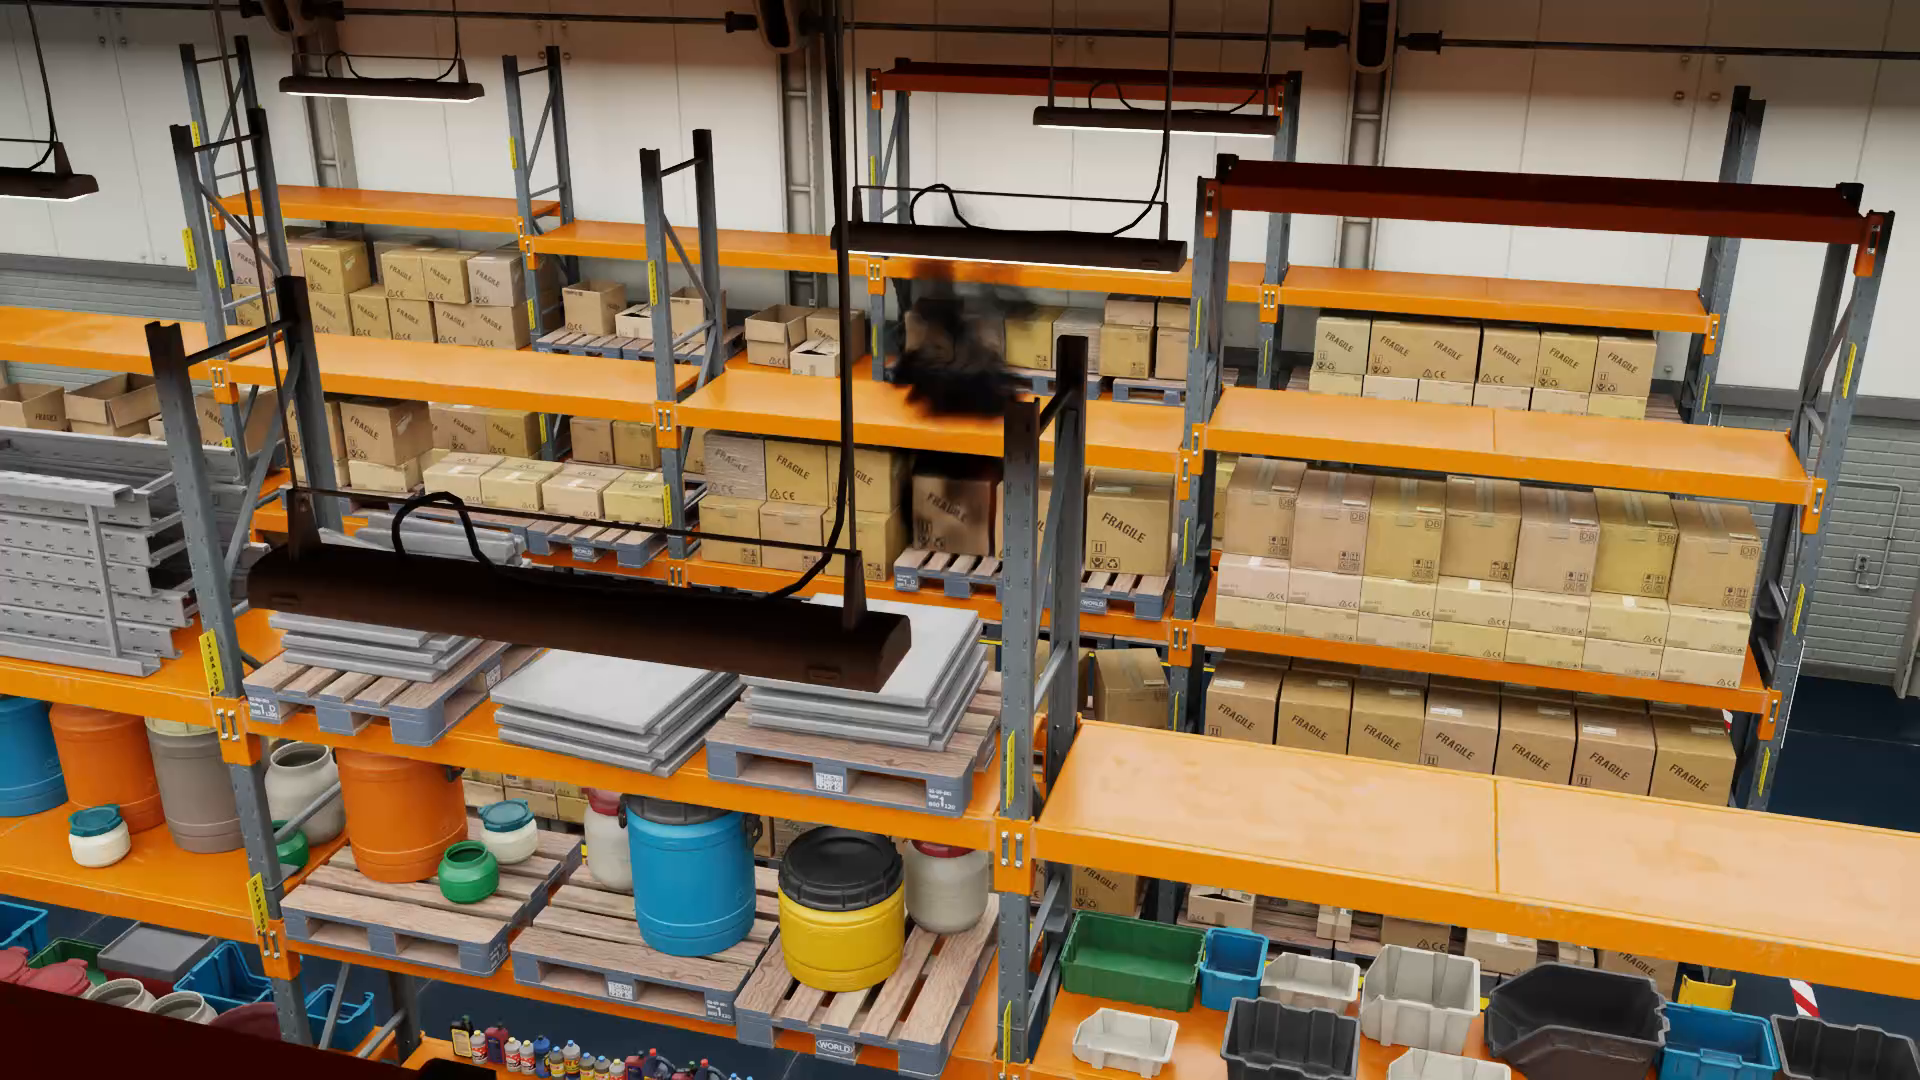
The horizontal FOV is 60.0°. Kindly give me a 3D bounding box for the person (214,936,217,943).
[{"bbox_3d":[-5.551,2.680,12.113,0.775,1.801,0.633,4,23,10],"label":"person"}]
